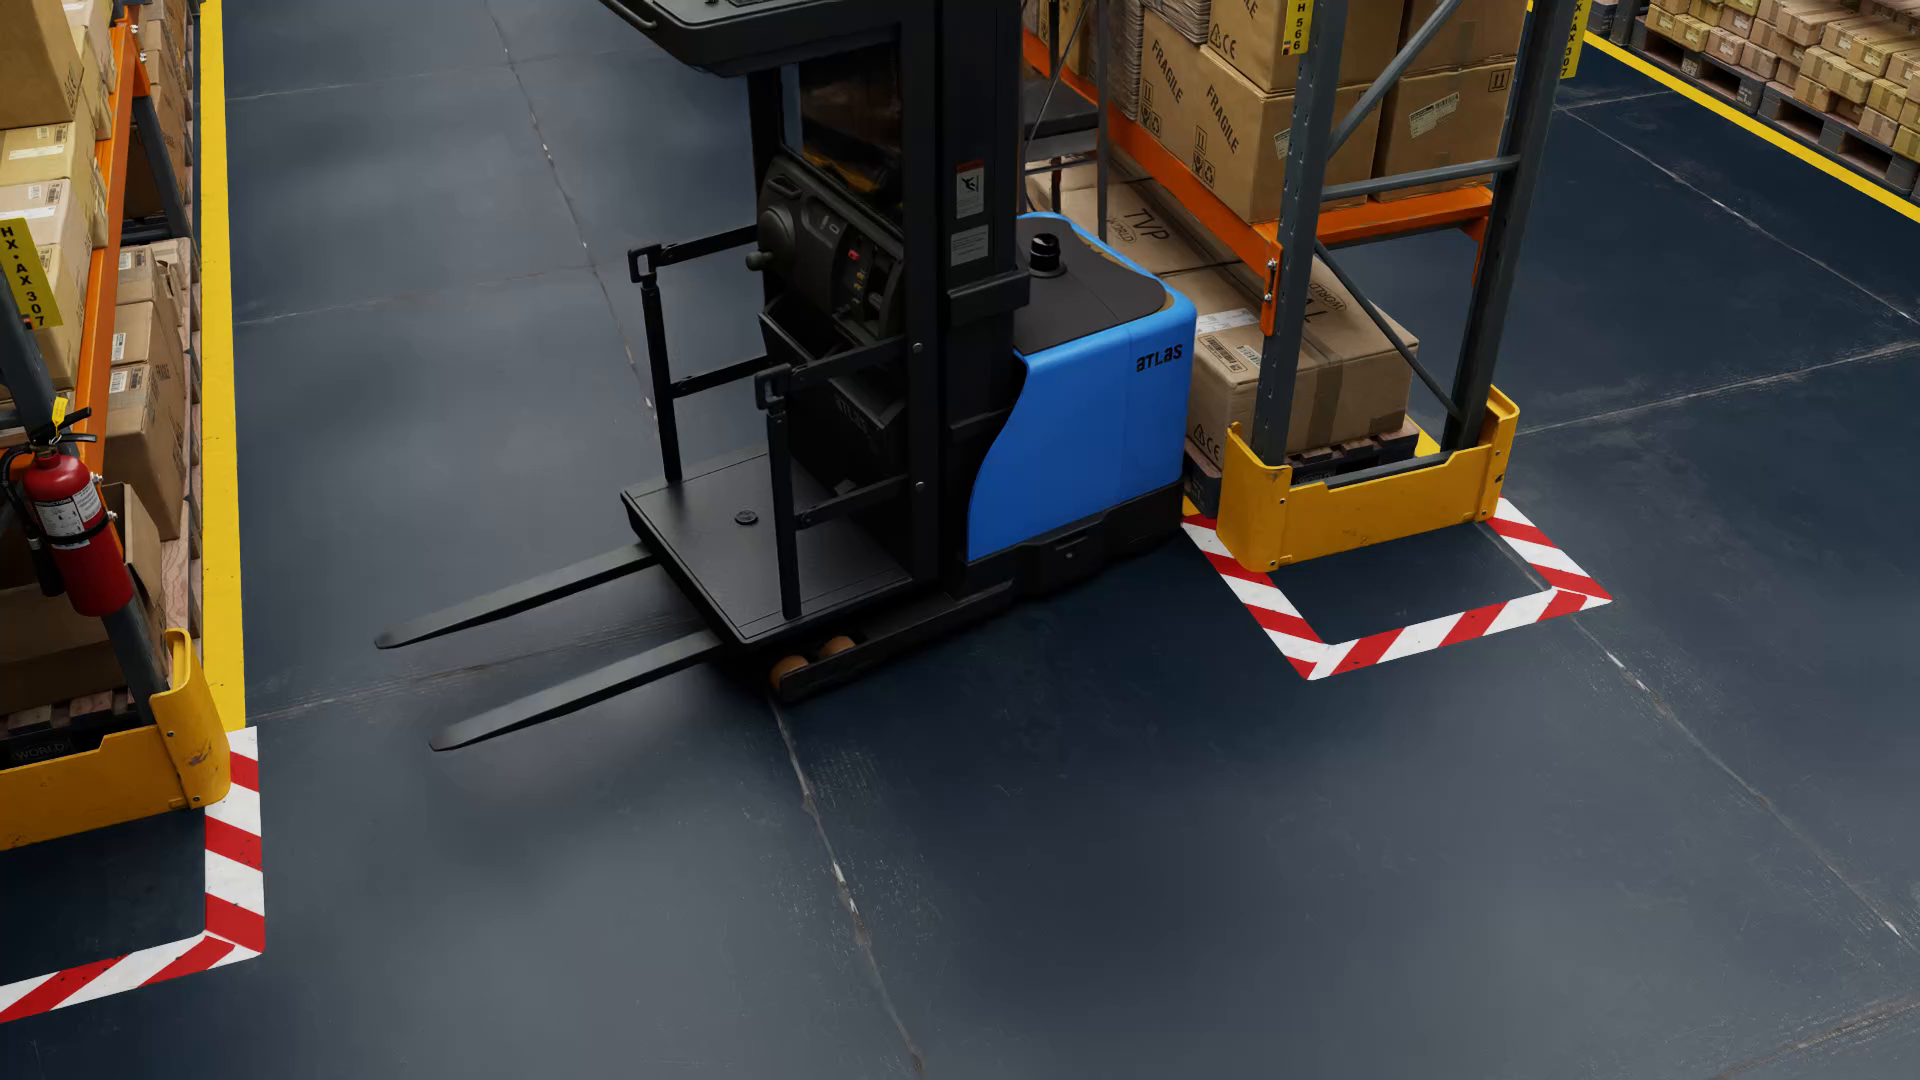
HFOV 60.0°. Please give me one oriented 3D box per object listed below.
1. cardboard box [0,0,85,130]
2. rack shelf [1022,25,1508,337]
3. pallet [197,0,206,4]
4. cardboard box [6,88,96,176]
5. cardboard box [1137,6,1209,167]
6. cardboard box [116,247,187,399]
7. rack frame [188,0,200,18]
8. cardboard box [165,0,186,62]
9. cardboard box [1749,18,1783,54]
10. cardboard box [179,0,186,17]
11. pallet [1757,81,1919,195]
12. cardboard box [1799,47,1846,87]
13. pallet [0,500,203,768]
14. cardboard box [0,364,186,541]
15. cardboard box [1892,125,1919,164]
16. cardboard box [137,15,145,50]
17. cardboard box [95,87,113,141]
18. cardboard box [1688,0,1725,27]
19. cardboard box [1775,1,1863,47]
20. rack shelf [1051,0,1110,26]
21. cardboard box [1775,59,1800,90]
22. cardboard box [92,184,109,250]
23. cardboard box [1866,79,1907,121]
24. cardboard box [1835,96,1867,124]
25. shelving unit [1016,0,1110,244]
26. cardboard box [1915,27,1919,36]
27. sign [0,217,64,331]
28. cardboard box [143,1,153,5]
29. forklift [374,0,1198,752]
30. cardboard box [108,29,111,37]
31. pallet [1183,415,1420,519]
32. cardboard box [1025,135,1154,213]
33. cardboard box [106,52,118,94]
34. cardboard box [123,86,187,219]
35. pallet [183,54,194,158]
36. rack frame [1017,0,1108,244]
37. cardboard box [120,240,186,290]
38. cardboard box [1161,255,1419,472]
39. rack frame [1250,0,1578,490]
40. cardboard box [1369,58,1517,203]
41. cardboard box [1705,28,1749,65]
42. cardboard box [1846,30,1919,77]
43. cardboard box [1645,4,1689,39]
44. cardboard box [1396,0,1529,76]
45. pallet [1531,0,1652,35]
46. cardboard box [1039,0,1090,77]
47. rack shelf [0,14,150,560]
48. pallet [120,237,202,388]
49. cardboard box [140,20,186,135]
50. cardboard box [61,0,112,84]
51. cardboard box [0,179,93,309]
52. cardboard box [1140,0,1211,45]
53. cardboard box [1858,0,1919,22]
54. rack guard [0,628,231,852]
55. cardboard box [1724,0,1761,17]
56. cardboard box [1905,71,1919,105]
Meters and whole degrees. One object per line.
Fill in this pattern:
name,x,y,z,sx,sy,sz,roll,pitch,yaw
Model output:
cardboard box,-3.454,-1.775,5.868,0.500,0.500,0.500,-11,38,-15
rack shelf,0.937,-2.130,7.682,1.077,0.370,4.000,-12,39,-16
pallet,-6.034,-4.136,12.065,1.003,0.211,1.213,-12,39,-16
cardboard box,-3.484,-1.483,6.103,0.500,0.250,0.500,-13,39,-17
cardboard box,1.052,-1.831,6.605,0.500,0.500,0.500,-13,39,-17
cardboard box,-3.770,-0.869,7.139,0.700,0.500,0.500,-14,39,-18
rack frame,-5.787,-4.777,10.598,1.000,3.000,0.127,-12,39,-16
cardboard box,-5.095,-3.172,10.196,0.500,0.500,0.500,-11,38,-14
cardboard box,5.065,-3.098,10.143,0.380,0.149,0.250,-14,39,-18
cardboard box,-5.440,-3.752,10.966,0.500,0.500,0.500,-11,38,-15
pallet,5.550,-2.452,9.830,1.003,0.211,1.213,-12,39,-16
cardboard box,5.165,-2.782,9.723,0.380,0.149,0.250,-13,39,-16
pallet,-3.335,0.364,6.092,1.003,0.211,1.213,-12,39,-16
cardboard box,-3.413,-0.283,6.361,0.700,0.500,0.500,-11,38,-14
cardboard box,5.424,-2.212,9.213,0.380,0.149,0.250,-14,39,-18
cardboard box,-4.709,-2.787,9.146,0.380,0.149,0.250,-13,39,-16
cardboard box,-3.662,-1.712,6.739,0.380,0.149,0.250,-13,39,-17
cardboard box,4.857,-3.381,10.519,0.380,0.149,0.250,-12,39,-16
cardboard box,5.080,-3.054,9.837,0.380,0.149,0.250,-12,39,-15
rack shelf,0.302,-2.224,6.640,0.431,0.518,0.480,-14,36,-16
cardboard box,5.171,-2.828,10.031,0.380,0.149,0.250,-14,39,-18
cardboard box,-3.286,-1.138,5.976,0.380,0.149,0.250,-14,39,-17
cardboard box,5.347,-2.488,9.333,0.380,0.149,0.250,-11,38,-14
cardboard box,5.332,-2.528,9.634,0.380,0.149,0.250,-11,38,-15
shelving unit,0.332,-1.658,7.027,0.431,2.100,0.503,-14,36,-16
cardboard box,5.729,-2.864,9.585,0.380,0.149,0.250,-12,39,-16
sign,-2.525,-0.716,4.487,0.100,0.325,0.005,-12,39,-16
cardboard box,-4.949,-3.224,9.726,0.380,0.149,0.250,-14,39,-18
forklift,-0.625,-0.955,5.582,3.031,2.935,1.130,-21,42,-25
cardboard box,-4.064,-2.289,7.504,0.380,0.149,0.250,-12,39,-15
pallet,1.277,-0.609,7.383,1.003,0.211,1.213,-12,39,-16
cardboard box,0.673,-1.809,8.438,0.875,0.438,0.875,-14,39,-17
cardboard box,-3.842,-2.004,7.127,0.380,0.149,0.250,-11,38,-15
cardboard box,-4.366,-2.006,8.649,0.500,0.500,0.500,-11,38,-14
pallet,-5.150,-2.545,9.953,1.003,0.211,1.213,-12,39,-16
rack frame,0.420,-1.532,6.837,0.400,2.100,0.015,-14,36,-16
cardboard box,-3.943,-1.292,7.993,0.380,0.149,0.250,-14,39,-17
cardboard box,1.304,-0.784,7.078,0.875,0.438,0.875,-14,39,-17
rack frame,1.625,-1.287,5.966,1.000,3.000,0.127,-12,39,-16
cardboard box,1.730,-1.658,6.374,0.500,0.500,0.500,-13,39,-16
cardboard box,4.911,-3.105,10.400,0.380,0.149,0.250,-13,39,-16
cardboard box,5.299,-2.770,9.460,0.380,0.149,0.250,-12,39,-16
cardboard box,4.685,-3.386,10.772,0.380,0.149,0.250,-14,39,-18
cardboard box,1.727,-2.057,6.073,0.500,0.500,0.500,-13,39,-17
pallet,4.592,-3.954,11.824,1.003,0.211,1.213,-12,39,-16
cardboard box,0.676,-2.409,7.372,0.500,0.500,0.500,-11,38,-15
rack shelf,-3.722,-1.100,6.315,1.077,0.370,4.000,-12,39,-16
pallet,-4.175,-1.015,7.922,1.003,0.211,1.213,-12,39,-16
cardboard box,-4.726,-2.588,9.421,0.500,0.500,0.500,-14,39,-17
cardboard box,-3.820,-2.059,6.867,0.500,0.250,0.500,-12,39,-16
cardboard box,-3.111,-0.913,5.346,0.500,0.250,0.500,-12,39,-15
cardboard box,1.028,-2.239,6.315,0.500,0.500,0.500,-12,39,-16
cardboard box,5.642,-3.176,10.000,0.380,0.149,0.250,-14,39,-18
rack guard,-3.060,0.698,5.408,1.175,0.500,0.348,-12,39,-16
cardboard box,4.958,-3.357,10.240,0.380,0.149,0.250,-13,39,-17
cardboard box,5.403,-2.456,9.043,0.380,0.149,0.250,-11,38,-14
